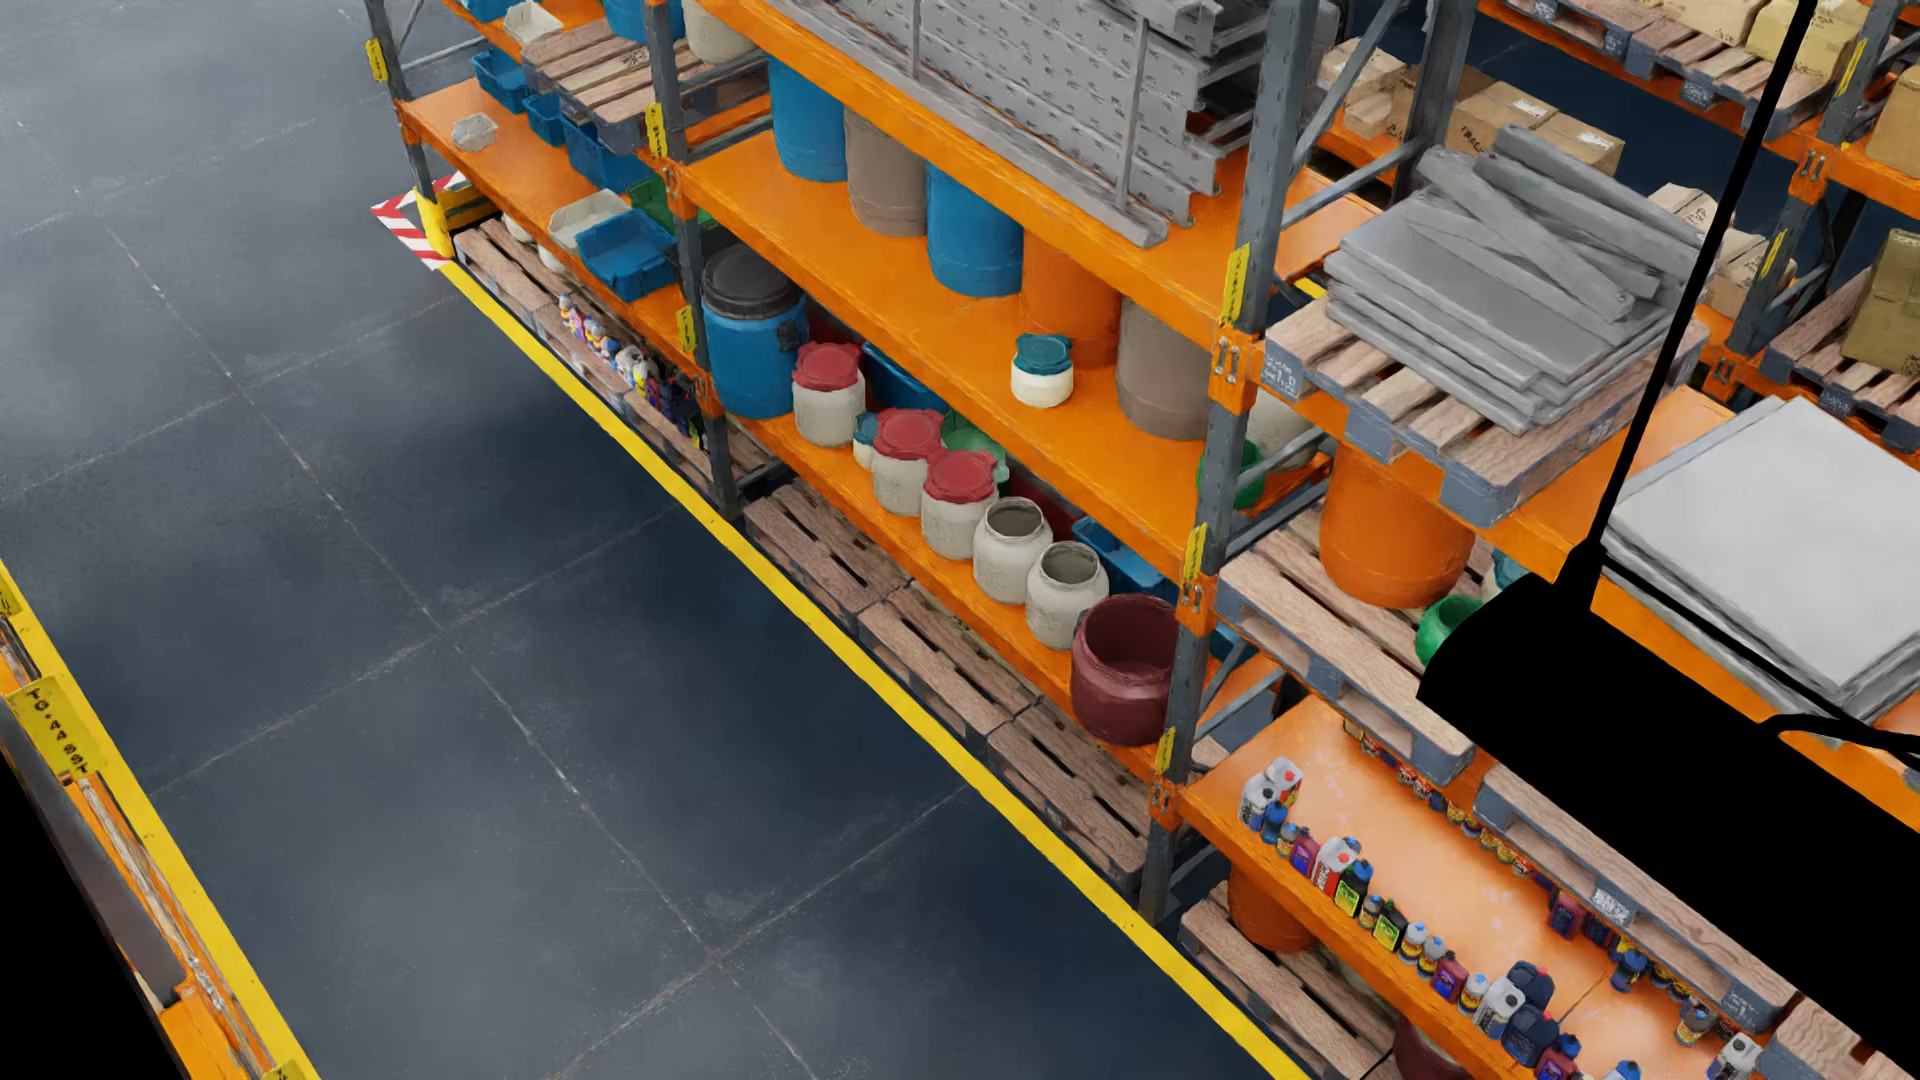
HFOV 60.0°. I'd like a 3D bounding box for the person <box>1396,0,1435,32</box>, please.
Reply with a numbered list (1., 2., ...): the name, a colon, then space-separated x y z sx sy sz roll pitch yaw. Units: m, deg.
1. person: 4.225 -5.440 14.984 0.578 1.673 0.462 17 49 15
